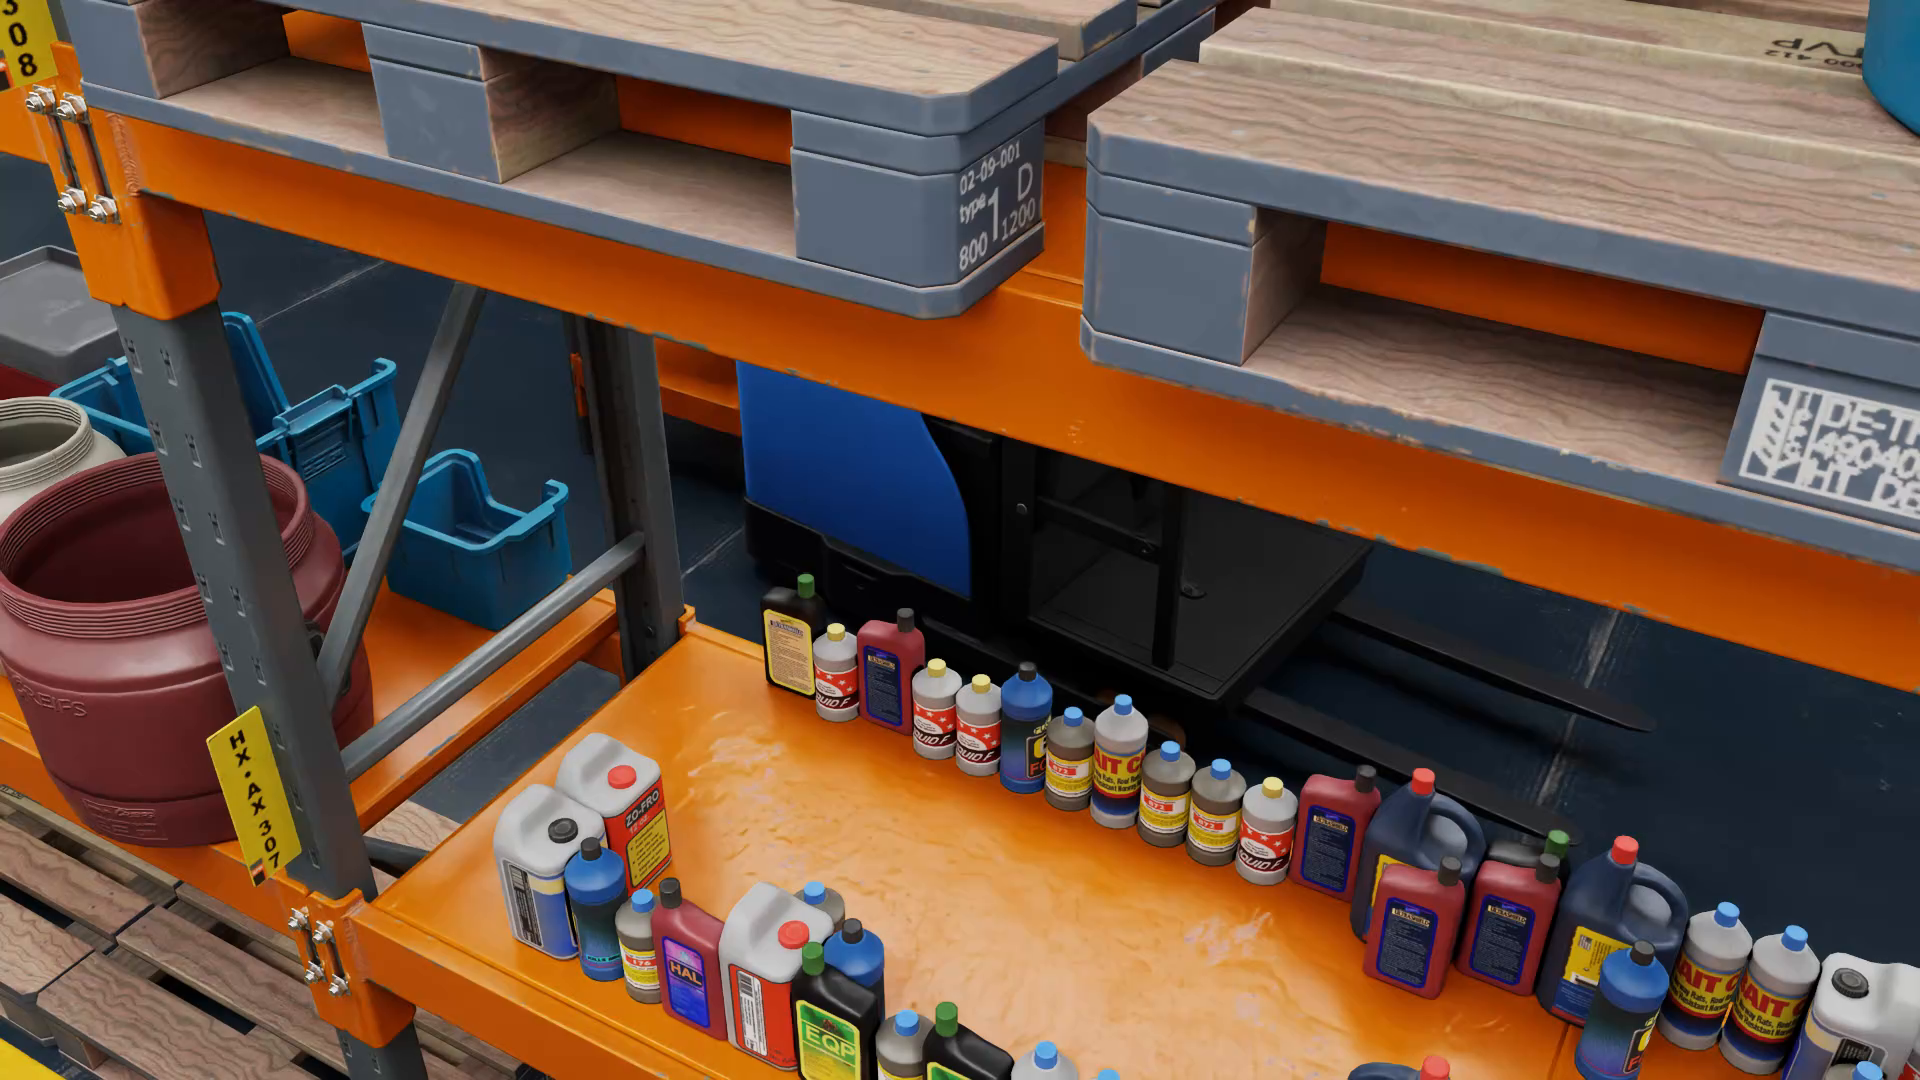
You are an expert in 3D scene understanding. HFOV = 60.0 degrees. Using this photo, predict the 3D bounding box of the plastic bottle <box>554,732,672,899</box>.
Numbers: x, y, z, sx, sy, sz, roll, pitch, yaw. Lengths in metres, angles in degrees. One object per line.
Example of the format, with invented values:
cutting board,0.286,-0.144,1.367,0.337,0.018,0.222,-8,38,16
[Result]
plastic bottle,-0.608,0.482,2.932,0.135,0.276,0.152,18,37,24

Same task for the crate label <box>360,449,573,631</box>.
crate label,-1.079,0.002,3.691,0.416,0.233,0.303,18,37,24

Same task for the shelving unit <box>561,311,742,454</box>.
shelving unit,-0.968,-0.798,6.433,1.048,1.125,0.538,18,38,25

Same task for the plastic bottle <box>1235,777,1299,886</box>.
plastic bottle,0.547,0.509,2.959,0.097,0.201,0.097,0,34,0

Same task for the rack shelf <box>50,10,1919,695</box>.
rack shelf,0.838,-0.170,1.742,4.000,0.370,1.077,18,37,24

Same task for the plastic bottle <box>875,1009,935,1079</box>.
plastic bottle,-0.079,0.795,2.529,0.097,0.201,0.097,0,34,0

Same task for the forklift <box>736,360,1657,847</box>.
forklift,0.701,-0.847,4.877,3.031,2.935,1.130,23,40,30

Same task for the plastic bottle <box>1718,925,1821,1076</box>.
plastic bottle,1.269,0.708,2.596,0.097,0.271,0.097,0,34,0

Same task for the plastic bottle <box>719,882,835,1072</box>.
plastic bottle,-0.282,0.682,2.631,0.135,0.276,0.152,18,37,24

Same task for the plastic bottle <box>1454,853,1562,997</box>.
plastic bottle,0.902,0.615,2.726,0.133,0.283,0.061,18,37,24

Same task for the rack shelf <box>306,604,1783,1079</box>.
rack shelf,0.838,1.078,2.573,4.000,0.370,1.077,18,37,24

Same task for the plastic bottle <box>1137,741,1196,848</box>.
plastic bottle,0.378,0.455,3.039,0.097,0.201,0.097,0,34,0

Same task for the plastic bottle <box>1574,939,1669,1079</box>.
plastic bottle,1.028,0.724,2.572,0.097,0.271,0.097,0,34,0

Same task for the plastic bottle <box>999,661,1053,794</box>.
plastic bottle,0.124,0.346,3.140,0.097,0.271,0.097,0,34,0

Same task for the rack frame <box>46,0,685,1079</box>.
rack frame,-0.899,0.229,3.200,0.127,3.000,1.000,18,37,24

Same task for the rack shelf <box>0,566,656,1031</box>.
rack shelf,-2.635,-0.022,4.225,4.000,0.370,1.077,18,37,24

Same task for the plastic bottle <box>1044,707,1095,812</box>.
plastic bottle,0.209,0.402,3.120,0.097,0.201,0.097,0,34,0

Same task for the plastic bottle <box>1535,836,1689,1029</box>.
plastic bottle,1.050,0.621,2.656,0.185,0.351,0.144,18,37,24

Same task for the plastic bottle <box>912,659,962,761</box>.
plastic bottle,-0.045,0.322,3.240,0.097,0.201,0.097,0,34,0

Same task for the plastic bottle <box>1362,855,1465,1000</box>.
plastic bottle,0.745,0.618,2.721,0.133,0.283,0.061,18,37,24

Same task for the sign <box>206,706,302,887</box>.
sign,-1.166,0.428,2.754,0.005,0.325,0.100,18,37,24

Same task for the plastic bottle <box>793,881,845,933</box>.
plastic bottle,-0.236,0.648,2.749,0.097,0.201,0.097,0,34,0

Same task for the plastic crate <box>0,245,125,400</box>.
plastic crate,-2.150,-0.389,4.071,0.583,0.464,0.402,18,37,24

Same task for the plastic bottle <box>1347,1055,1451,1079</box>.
plastic bottle,0.616,0.841,2.325,0.185,0.351,0.144,18,37,24

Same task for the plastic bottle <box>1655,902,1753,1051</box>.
plastic bottle,1.184,0.682,2.636,0.097,0.271,0.097,0,34,0

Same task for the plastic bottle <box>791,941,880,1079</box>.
plastic bottle,-0.188,0.738,2.541,0.133,0.283,0.061,18,37,24

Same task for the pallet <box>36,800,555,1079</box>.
pallet,-1.552,1.158,4.321,1.213,0.211,1.003,18,37,24

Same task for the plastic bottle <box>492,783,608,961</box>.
plastic bottle,-0.684,0.555,2.822,0.135,0.276,0.152,18,37,24

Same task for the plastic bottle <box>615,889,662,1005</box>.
plastic bottle,-0.512,0.658,2.735,0.097,0.201,0.097,0,34,0

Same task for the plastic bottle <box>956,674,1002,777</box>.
plastic bottle,0.040,0.348,3.200,0.097,0.201,0.097,0,34,0

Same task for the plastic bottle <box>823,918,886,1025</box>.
plastic bottle,-0.165,0.700,2.609,0.097,0.271,0.097,0,34,0

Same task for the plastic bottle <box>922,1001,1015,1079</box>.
plastic bottle,0.012,0.802,2.445,0.133,0.283,0.061,18,37,24

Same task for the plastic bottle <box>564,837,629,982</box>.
plastic bottle,-0.597,0.602,2.756,0.097,0.271,0.097,0,34,0

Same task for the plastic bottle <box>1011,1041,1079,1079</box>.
plastic bottle,0.121,0.829,2.414,0.097,0.271,0.097,0,34,0

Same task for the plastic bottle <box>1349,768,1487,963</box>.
plastic bottle,0.774,0.533,2.787,0.185,0.351,0.144,18,37,24

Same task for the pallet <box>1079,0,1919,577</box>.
pallet,0.859,-0.320,1.488,1.213,0.211,1.003,18,37,24

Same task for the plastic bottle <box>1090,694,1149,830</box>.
plastic bottle,0.294,0.399,3.060,0.097,0.271,0.097,0,34,0

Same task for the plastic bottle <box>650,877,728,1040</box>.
plastic bottle,-0.421,0.664,2.651,0.133,0.283,0.061,18,37,24

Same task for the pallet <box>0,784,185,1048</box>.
pallet,-2.607,0.822,4.826,1.213,0.211,1.003,18,37,24

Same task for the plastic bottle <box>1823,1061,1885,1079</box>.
plastic bottle,1.310,0.848,2.450,0.097,0.201,0.097,0,34,0

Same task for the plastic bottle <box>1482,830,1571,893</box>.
plastic bottle,0.933,0.585,2.770,0.133,0.283,0.061,18,37,24

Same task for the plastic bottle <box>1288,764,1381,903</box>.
plastic bottle,0.656,0.498,2.902,0.133,0.283,0.061,18,37,24

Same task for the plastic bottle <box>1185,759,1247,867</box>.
plastic bottle,0.463,0.482,2.999,0.097,0.201,0.097,0,34,0

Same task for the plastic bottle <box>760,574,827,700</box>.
plastic bottle,-0.336,0.183,3.374,0.133,0.283,0.061,18,37,24

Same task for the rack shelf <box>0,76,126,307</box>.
rack shelf,-2.635,-1.270,3.394,4.000,0.370,1.077,18,37,24

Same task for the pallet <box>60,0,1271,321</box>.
pallet,-0.283,-0.684,2.034,1.213,0.211,1.003,18,37,24

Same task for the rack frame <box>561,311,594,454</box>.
rack frame,-1.405,-0.942,6.649,0.032,1.125,0.500,18,38,25

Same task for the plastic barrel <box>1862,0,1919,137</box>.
plastic barrel,1.016,-0.699,1.056,0.708,0.901,0.600,18,37,24

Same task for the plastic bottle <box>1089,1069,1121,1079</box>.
plastic bottle,0.206,0.856,2.374,0.097,0.271,0.097,0,34,0

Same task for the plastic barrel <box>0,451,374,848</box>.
plastic barrel,-1.452,0.190,3.135,0.708,0.536,0.600,18,37,24

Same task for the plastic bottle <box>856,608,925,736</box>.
plastic bottle,-0.136,0.247,3.278,0.133,0.283,0.061,18,37,24

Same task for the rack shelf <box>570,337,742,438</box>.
rack shelf,-0.968,-0.594,6.568,1.000,0.278,0.538,18,38,25

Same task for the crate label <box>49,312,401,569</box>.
crate label,-1.627,-0.189,3.796,0.616,0.435,0.502,18,37,24

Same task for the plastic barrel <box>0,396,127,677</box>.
plastic barrel,-1.898,0.002,3.439,0.421,0.512,0.421,0,34,0

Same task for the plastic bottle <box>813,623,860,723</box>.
plastic bottle,-0.245,0.258,3.335,0.097,0.201,0.097,0,34,0

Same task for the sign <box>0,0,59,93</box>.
sign,-1.166,-0.709,1.997,0.005,0.325,0.100,18,37,24

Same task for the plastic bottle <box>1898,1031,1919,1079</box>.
plastic bottle,1.470,0.801,2.520,0.097,0.201,0.097,0,34,0

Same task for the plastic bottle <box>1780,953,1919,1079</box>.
plastic bottle,1.356,0.752,2.527,0.135,0.276,0.152,18,37,24
